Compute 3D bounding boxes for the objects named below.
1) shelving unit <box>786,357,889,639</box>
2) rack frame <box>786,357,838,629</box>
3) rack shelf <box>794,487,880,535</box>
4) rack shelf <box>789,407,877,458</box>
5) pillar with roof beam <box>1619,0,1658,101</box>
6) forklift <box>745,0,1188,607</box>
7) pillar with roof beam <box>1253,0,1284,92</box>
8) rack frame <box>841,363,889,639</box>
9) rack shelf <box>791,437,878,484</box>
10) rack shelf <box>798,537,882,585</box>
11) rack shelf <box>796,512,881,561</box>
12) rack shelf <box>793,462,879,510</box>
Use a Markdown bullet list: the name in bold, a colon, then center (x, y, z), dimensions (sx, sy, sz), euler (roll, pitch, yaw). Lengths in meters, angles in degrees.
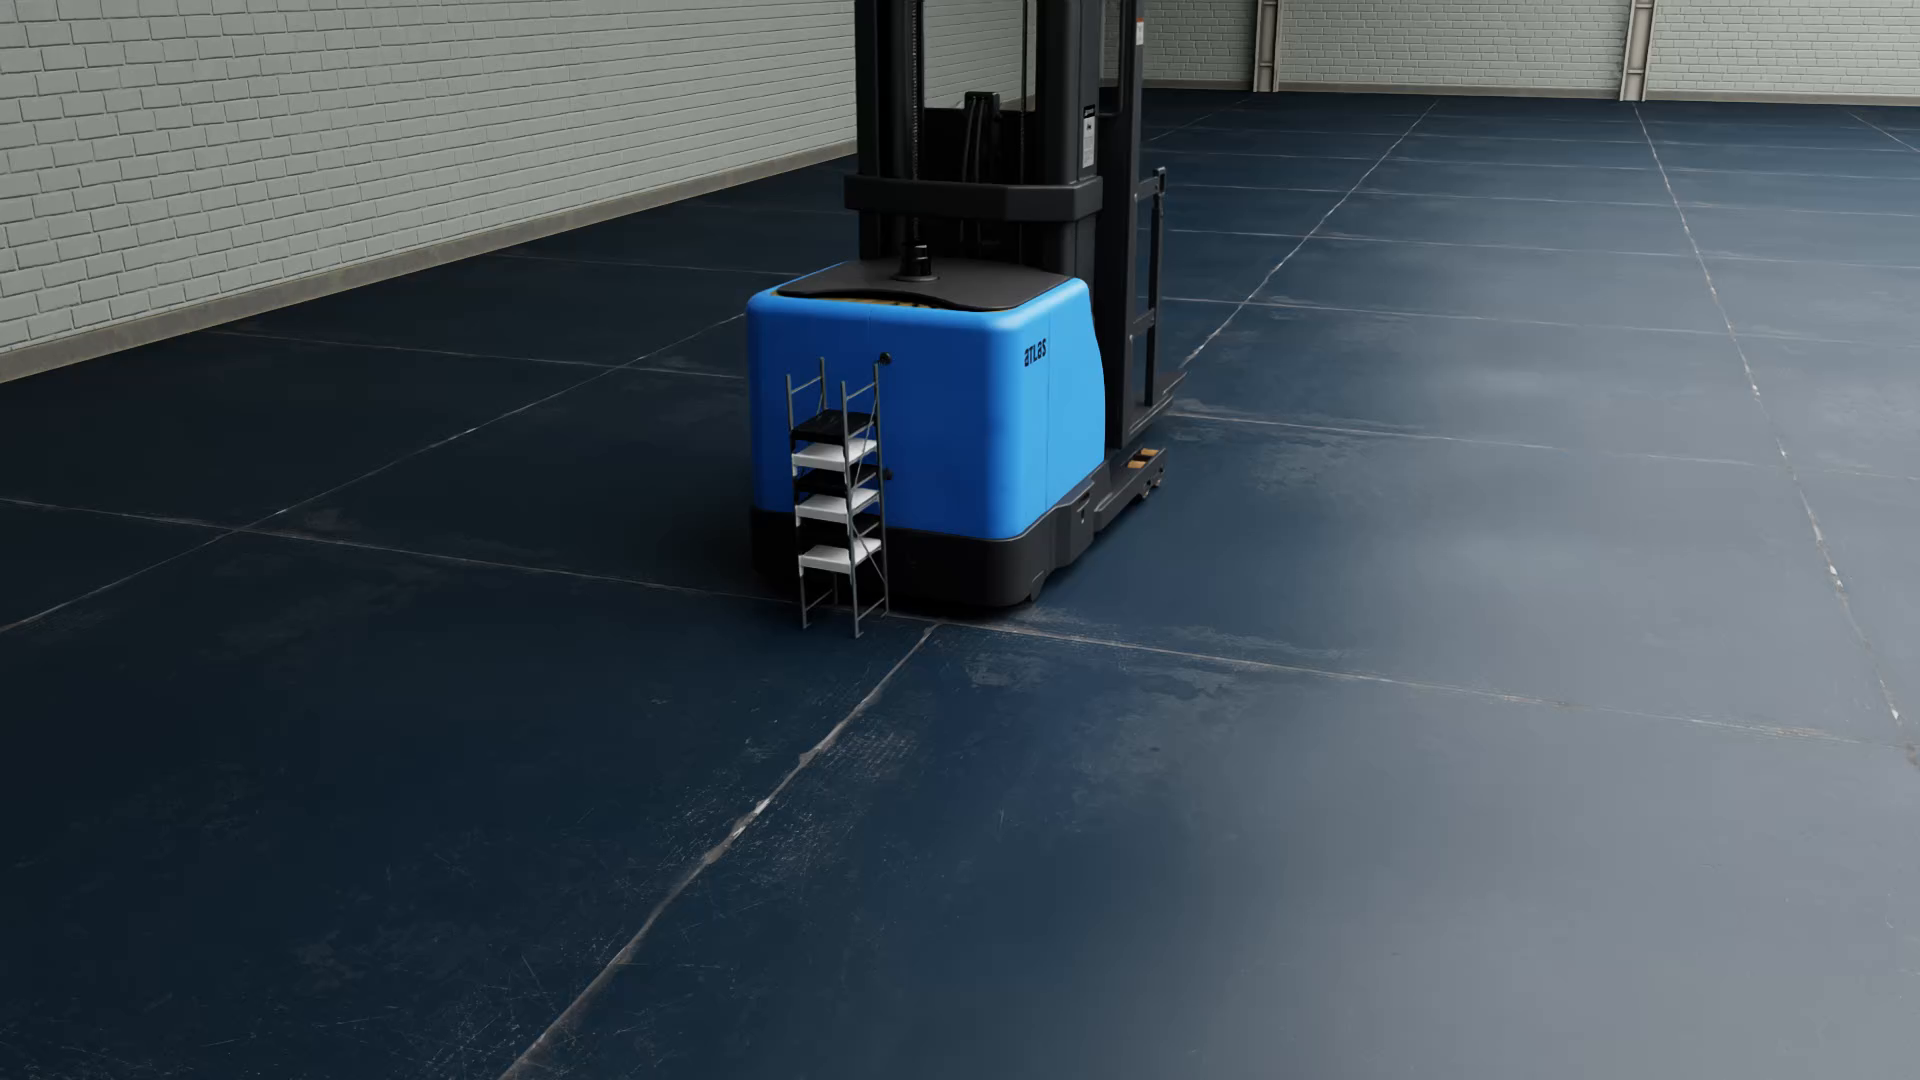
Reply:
- **shelving unit**: center (-0.405, -0.139, 5.585), dimensions (0.210, 0.900, 0.258), euler (9, 24, 24)
- **rack frame**: center (-0.497, -0.153, 5.627), dimensions (0.006, 0.900, 0.240), euler (9, 24, 24)
- **rack shelf**: center (-0.404, -0.108, 5.598), dimensions (0.200, 0.077, 0.258), euler (9, 24, 24)
- **rack shelf**: center (-0.411, -0.358, 5.496), dimensions (0.200, 0.077, 0.258), euler (9, 24, 24)
- **pillar with roof beam**: center (9.616, -10.134, 21.977), dimensions (0.400, 9.000, 9.100), euler (7, 20, 18)
- **forklift**: center (0.260, -1.603, 6.721), dimensions (1.130, 2.935, 3.031), euler (8, 21, 21)
- **pillar with roof beam**: center (3.948, -10.782, 23.836), dimensions (0.400, 9.000, 9.100), euler (7, 20, 18)
- **rack frame**: center (-0.313, -0.125, 5.544), dimensions (0.006, 0.900, 0.240), euler (9, 24, 24)
- **rack shelf**: center (-0.409, -0.275, 5.530), dimensions (0.200, 0.077, 0.258), euler (9, 24, 24)
- **rack shelf**: center (-0.400, 0.059, 5.665), dimensions (0.200, 0.077, 0.258), euler (9, 24, 24)
- **rack shelf**: center (-0.402, -0.025, 5.632), dimensions (0.200, 0.077, 0.258), euler (9, 24, 24)
- **rack shelf**: center (-0.407, -0.191, 5.564), dimensions (0.200, 0.077, 0.258), euler (9, 24, 24)
